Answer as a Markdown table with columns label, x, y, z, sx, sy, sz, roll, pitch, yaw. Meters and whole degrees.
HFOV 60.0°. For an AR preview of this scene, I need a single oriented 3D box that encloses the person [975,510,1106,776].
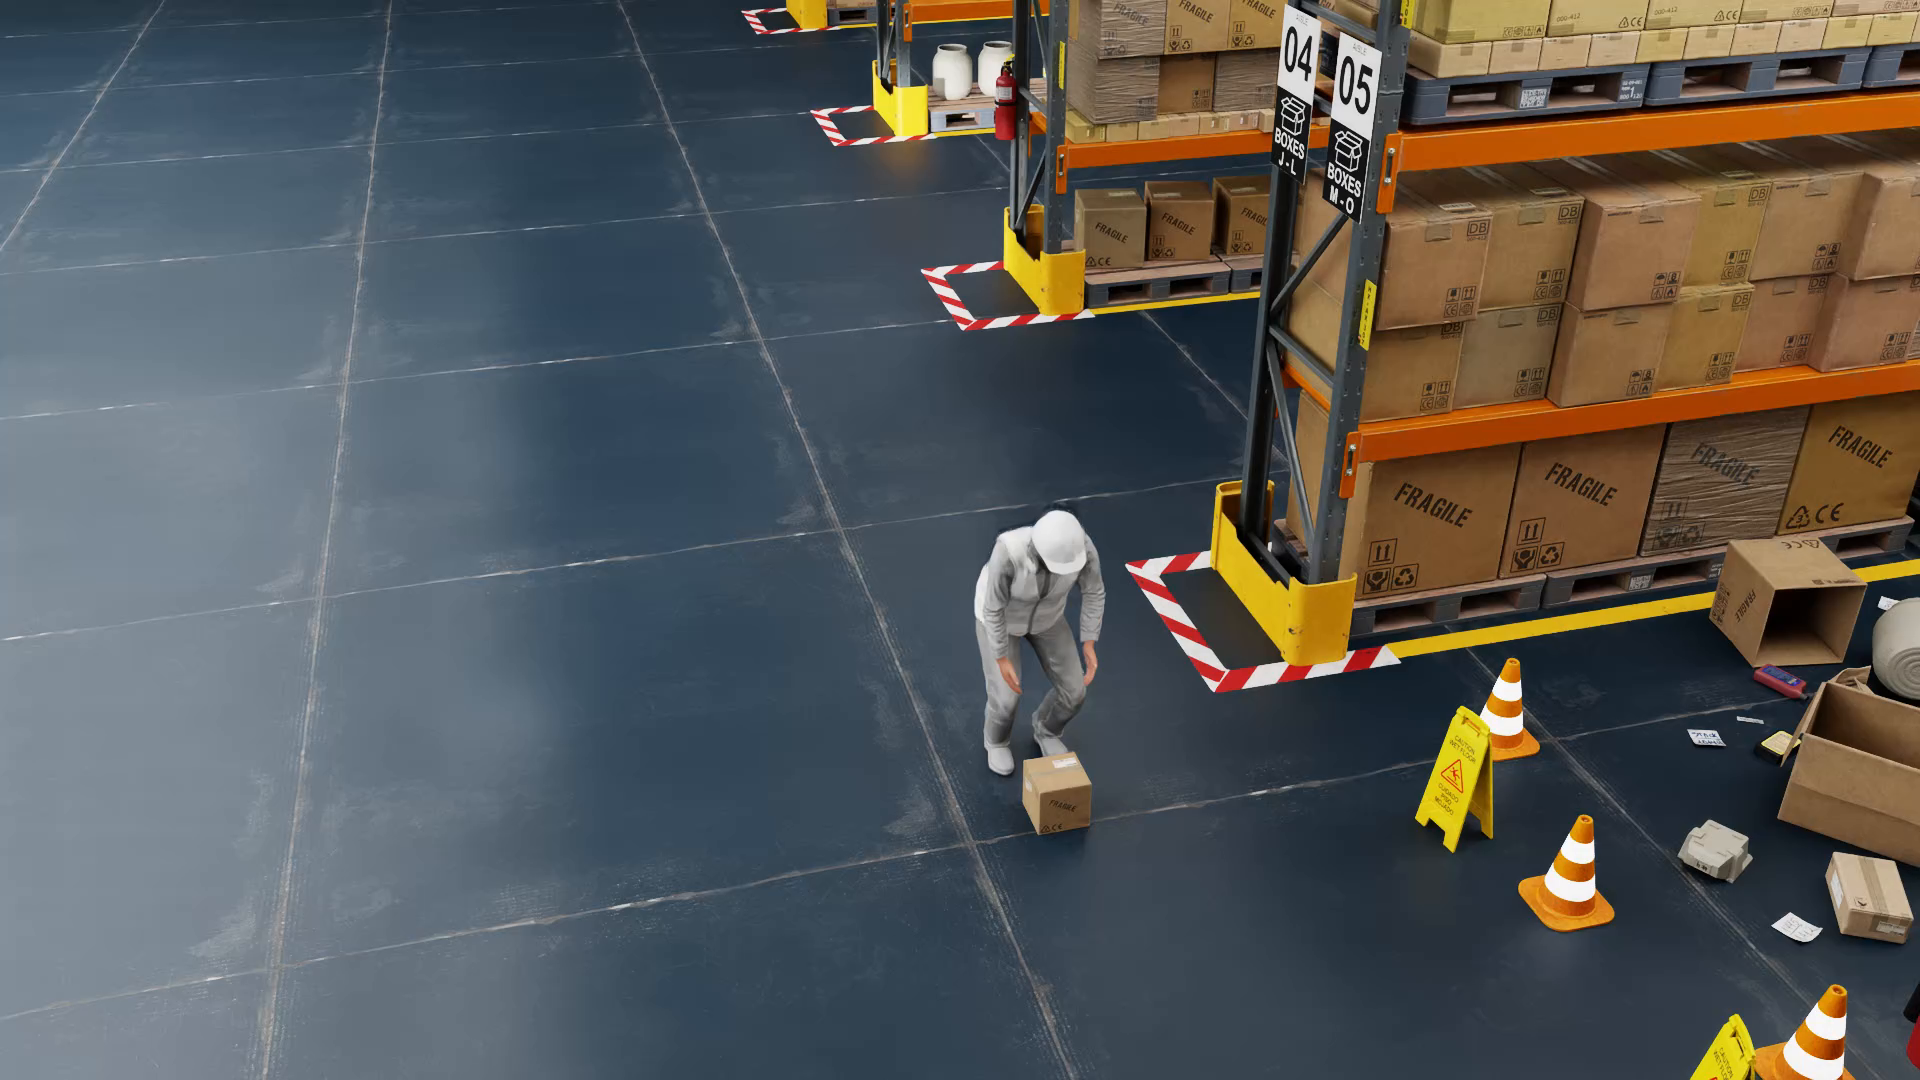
| label | x | y | z | sx | sy | sz | roll | pitch | yaw |
| --- | --- | --- | --- | --- | --- | --- | --- | --- | --- |
| person | 0.368 | 0.424 | 7.755 | 0.590 | 1.506 | 0.714 | -8 | 31 | -13 |
